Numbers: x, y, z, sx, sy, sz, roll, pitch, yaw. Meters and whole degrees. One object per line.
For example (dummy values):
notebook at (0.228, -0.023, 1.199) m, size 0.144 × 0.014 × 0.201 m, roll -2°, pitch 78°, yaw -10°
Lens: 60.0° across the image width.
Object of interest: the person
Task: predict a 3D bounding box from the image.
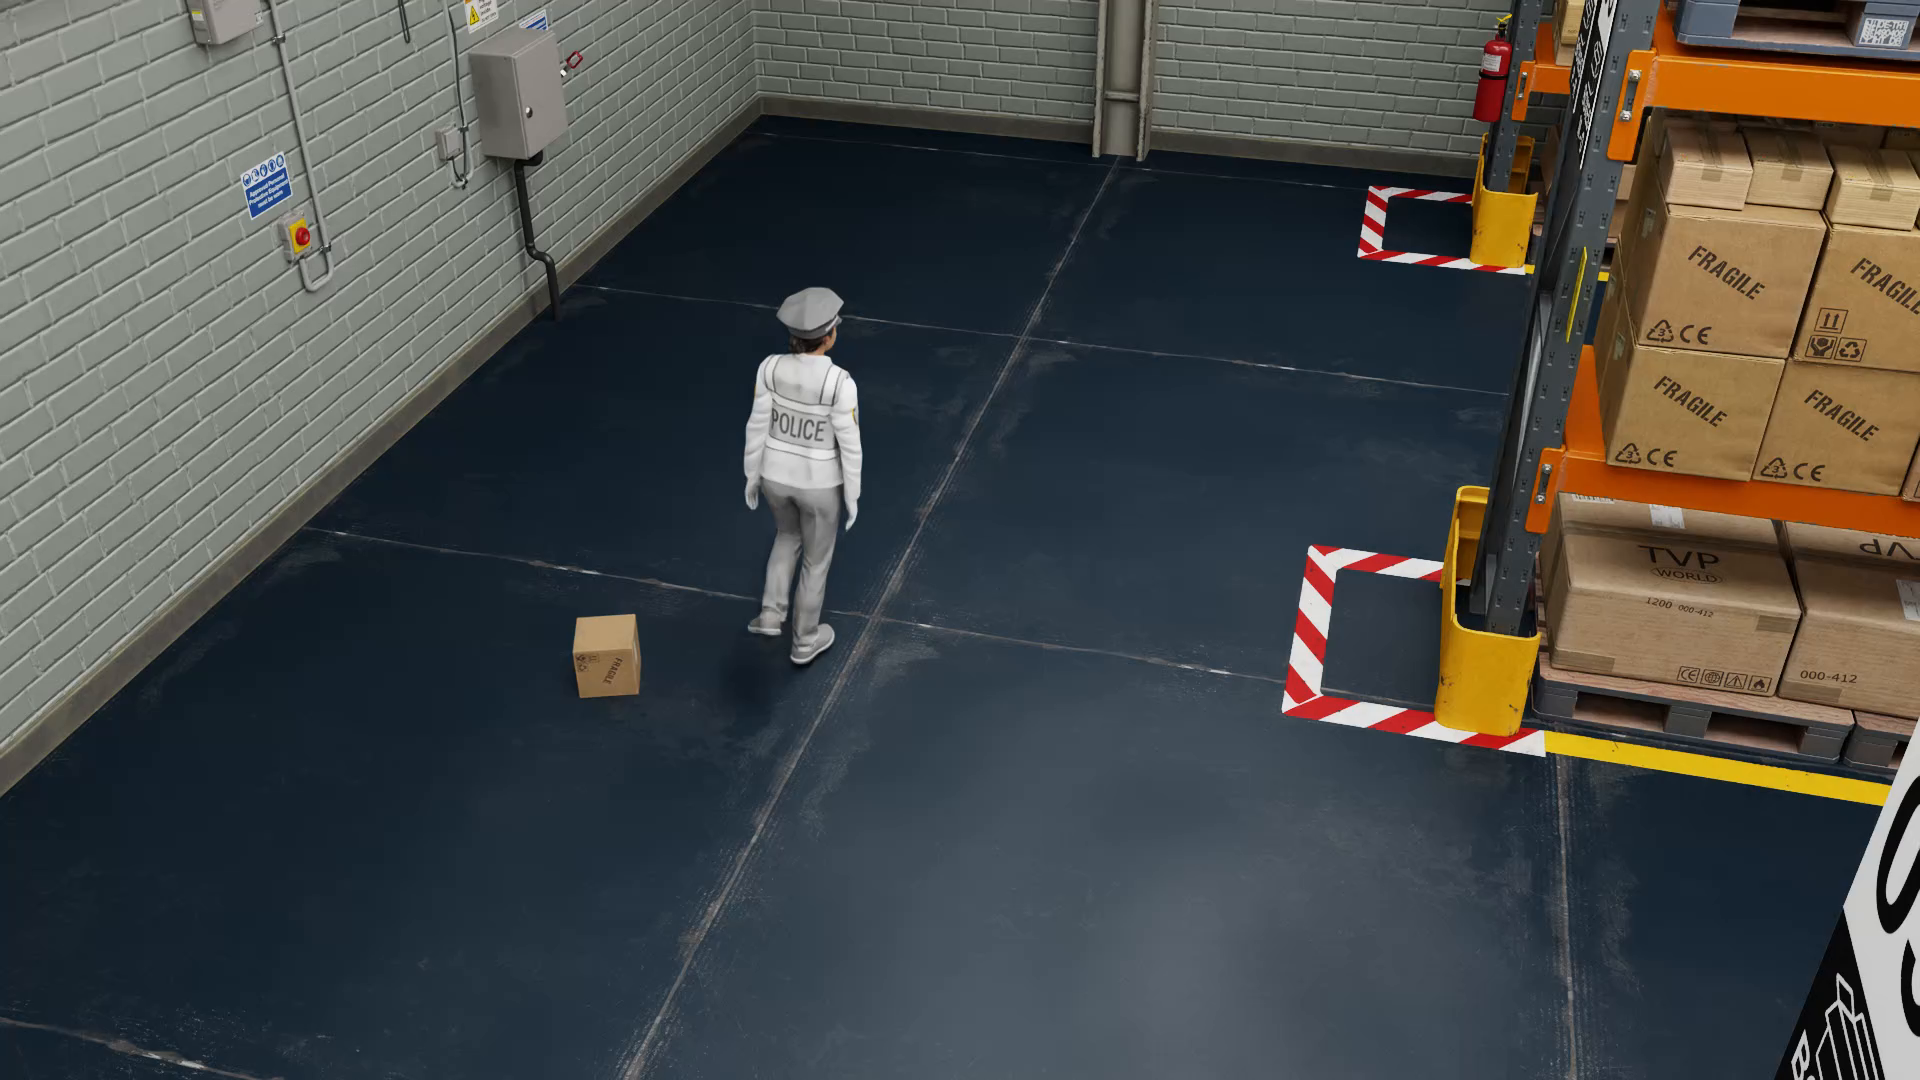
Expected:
person at (-0.658, -0.220, 6.945) m, size 0.526 × 1.669 × 0.466 m, roll 13°, pitch 35°, yaw 18°
